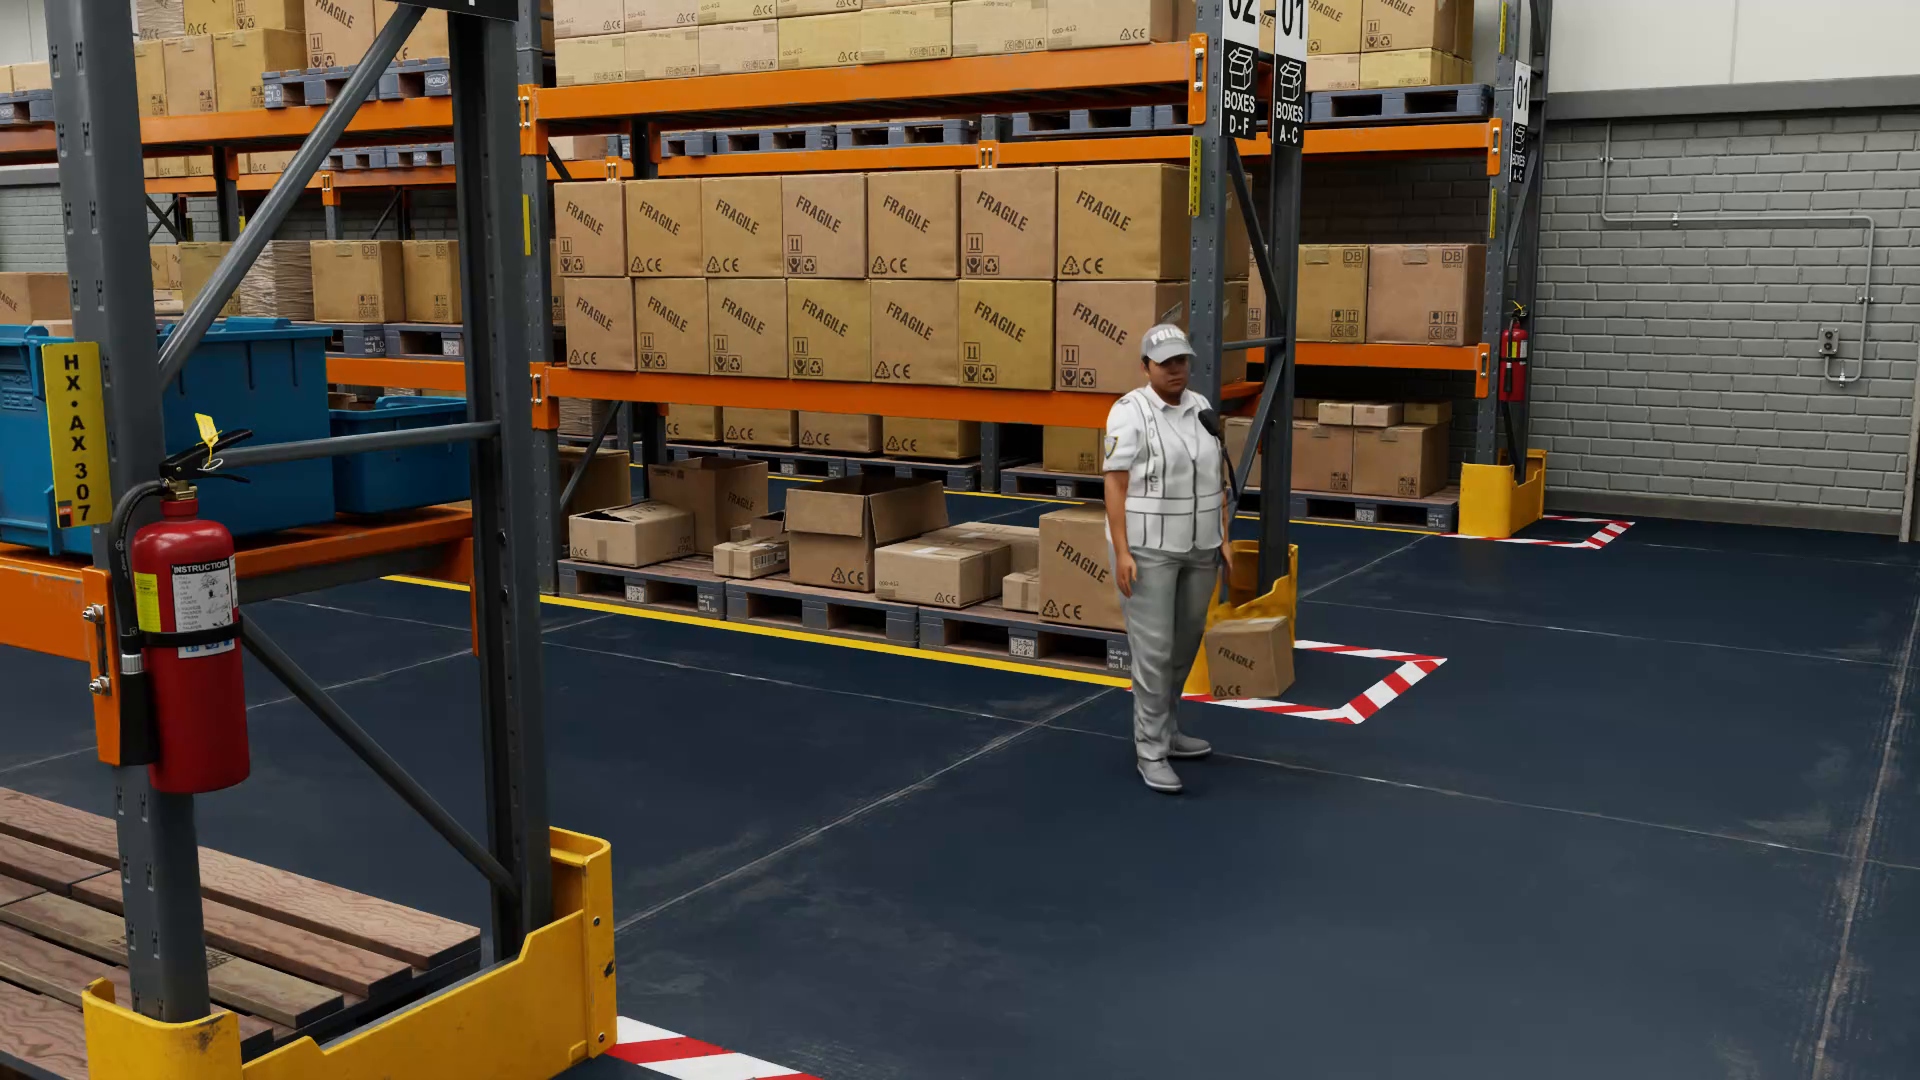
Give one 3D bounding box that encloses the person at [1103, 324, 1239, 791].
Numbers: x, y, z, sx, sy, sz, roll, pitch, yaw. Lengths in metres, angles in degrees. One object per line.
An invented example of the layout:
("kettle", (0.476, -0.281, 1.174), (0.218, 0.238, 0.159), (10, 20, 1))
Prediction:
("person", (0.756, 0.043, 6.113), (0.540, 1.664, 0.524), (-6, 11, -31))
